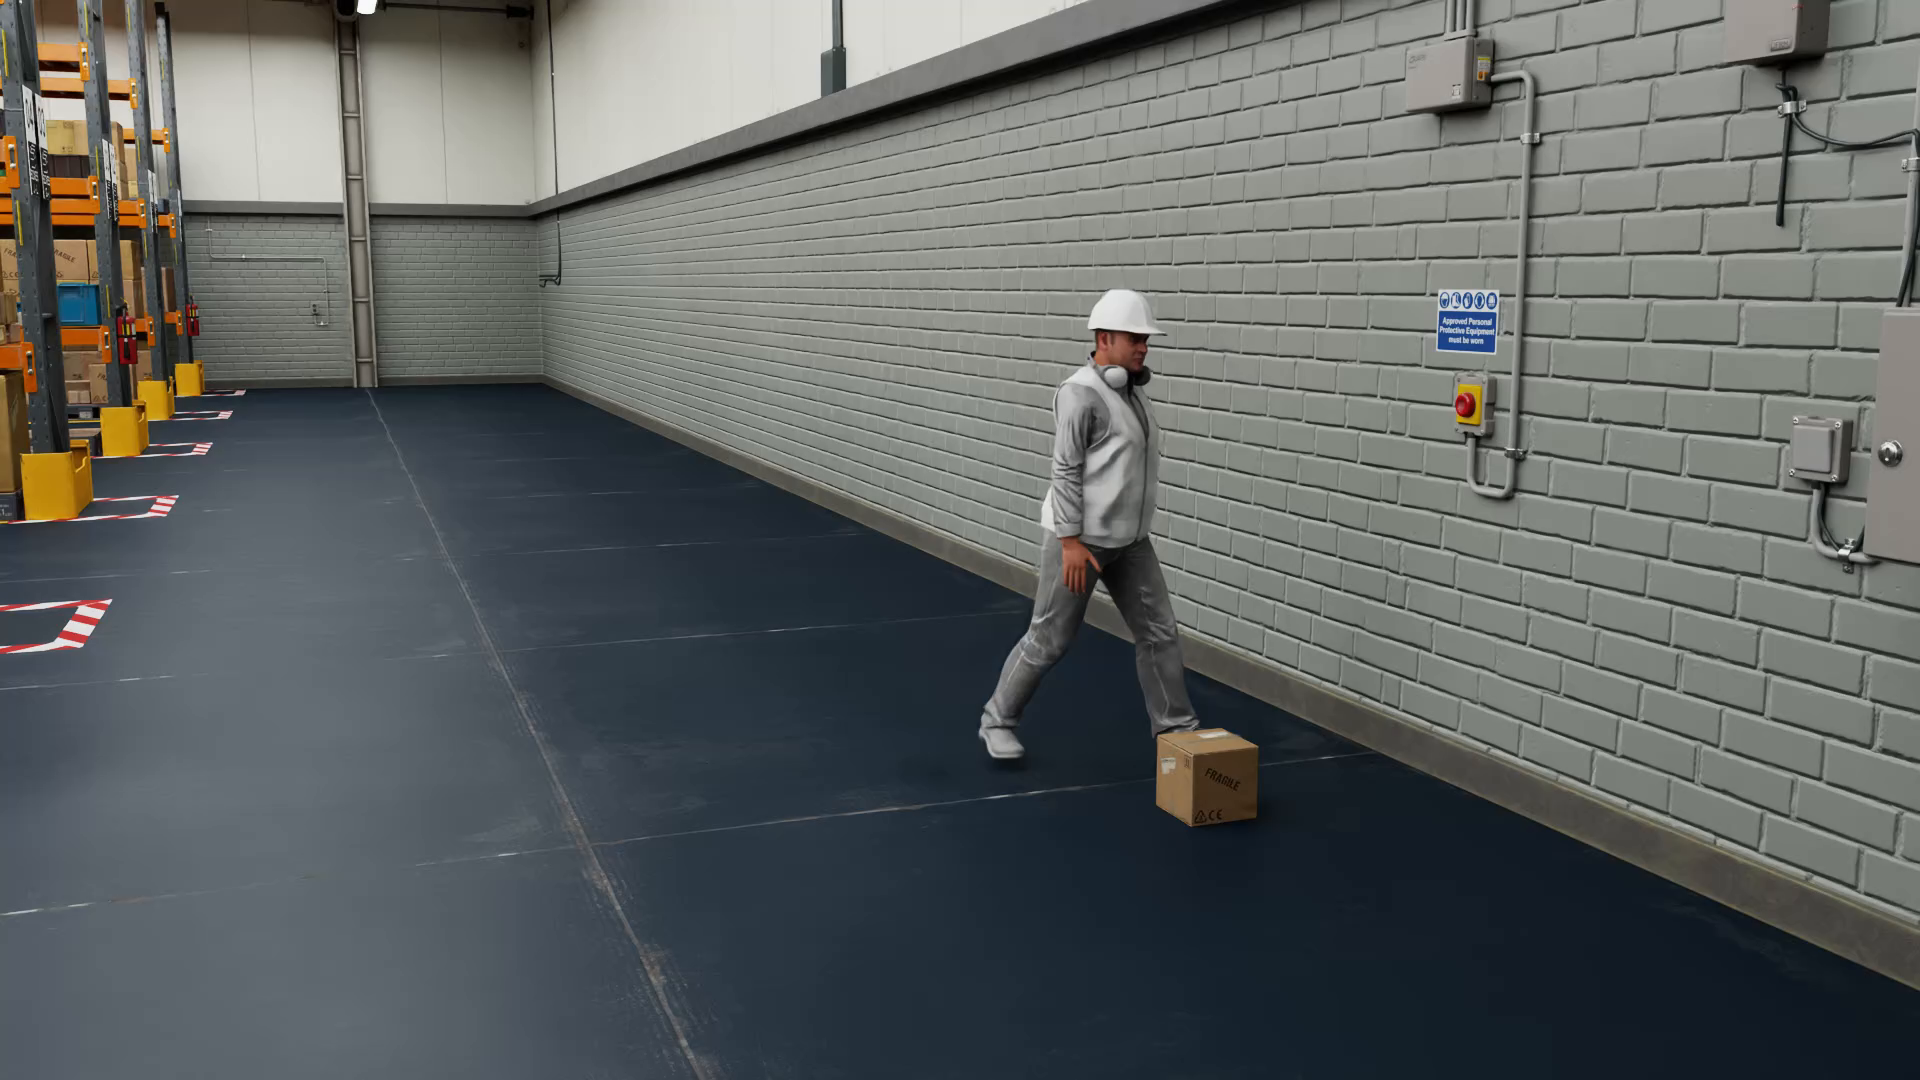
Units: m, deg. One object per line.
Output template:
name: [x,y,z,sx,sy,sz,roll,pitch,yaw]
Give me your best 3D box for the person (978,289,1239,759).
person: [0.516,-0.030,6.011,0.924,1.735,0.611,6,11,35]
